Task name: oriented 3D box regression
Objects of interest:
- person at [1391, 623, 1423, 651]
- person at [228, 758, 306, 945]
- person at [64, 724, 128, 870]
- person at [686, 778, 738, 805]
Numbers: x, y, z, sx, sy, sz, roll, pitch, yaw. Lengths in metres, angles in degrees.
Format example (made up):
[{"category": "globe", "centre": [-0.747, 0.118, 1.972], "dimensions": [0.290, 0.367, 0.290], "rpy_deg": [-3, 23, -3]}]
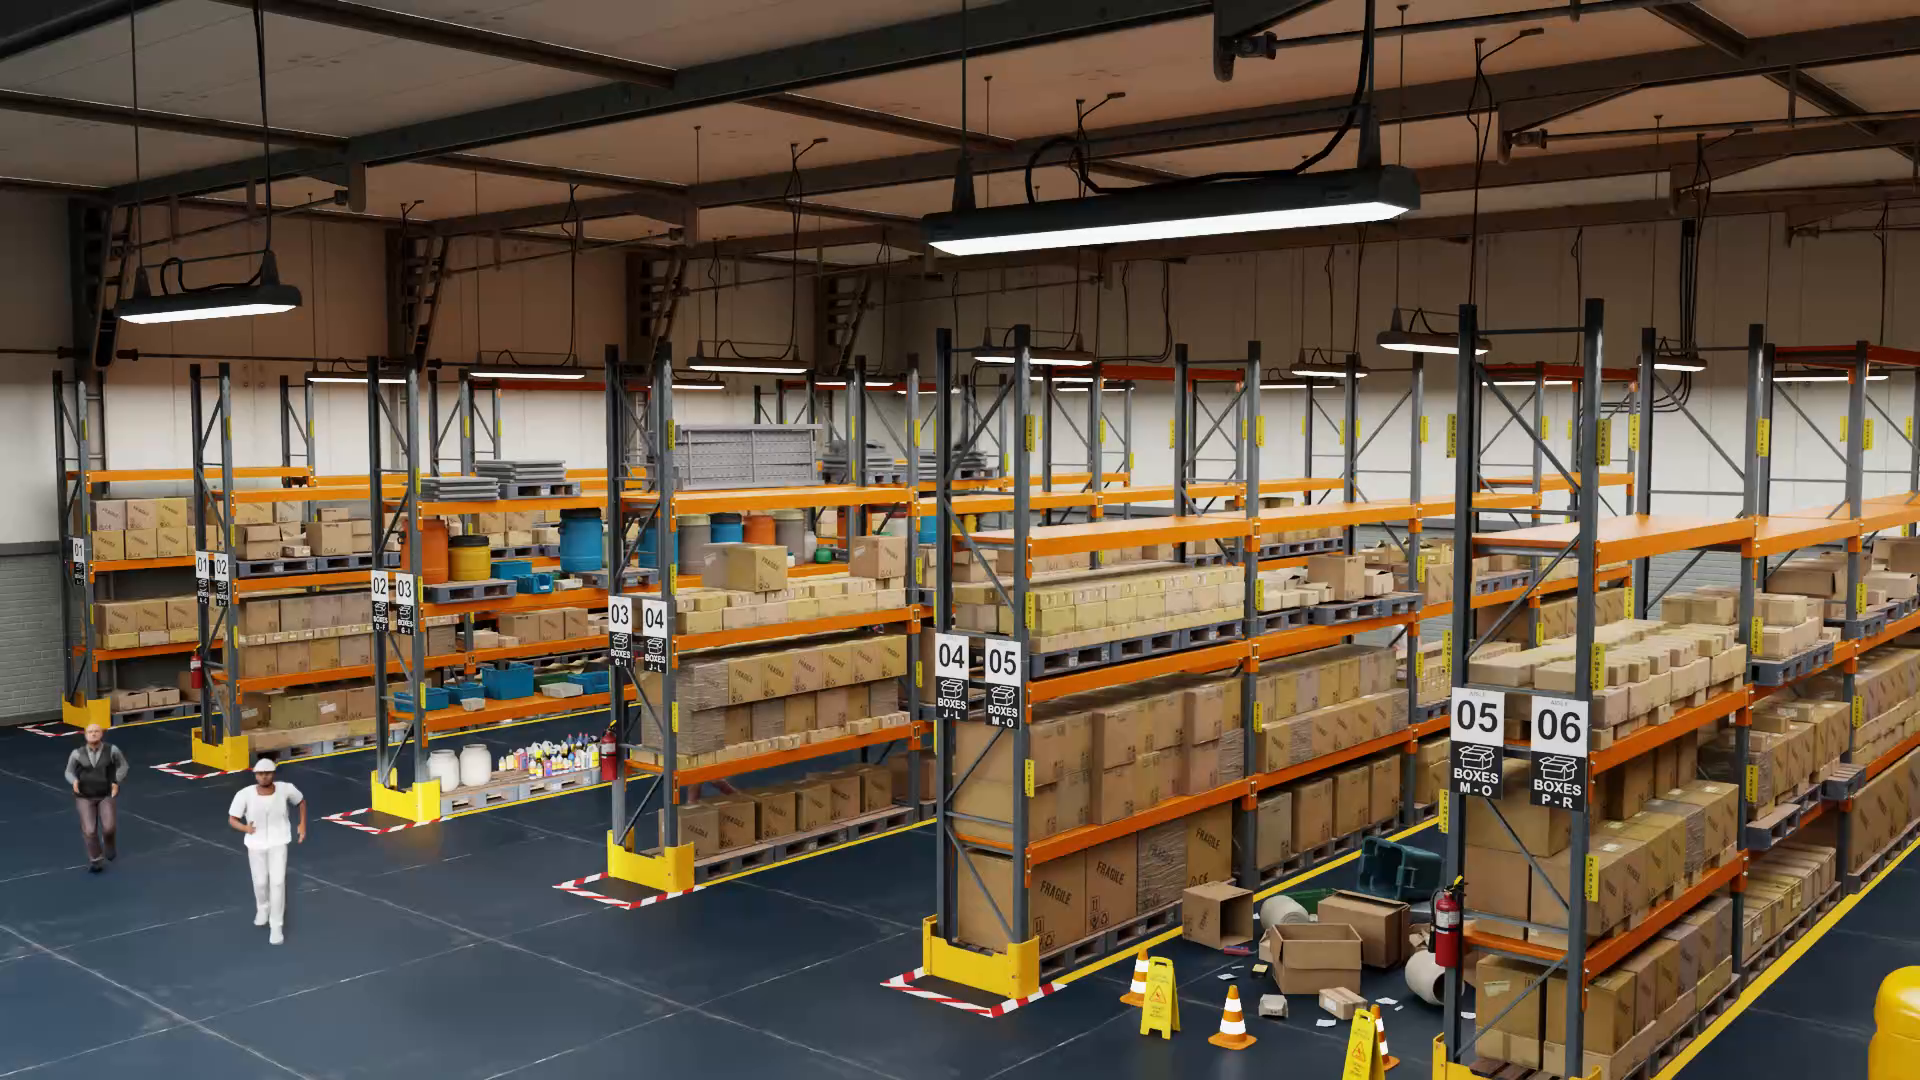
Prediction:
[{"category": "person", "centre": [8.207, 2.119, 30.412], "dimensions": [0.690, 1.723, 0.564], "rpy_deg": [-1, 4, -19]}, {"category": "person", "centre": [-6.939, 3.077, 16.680], "dimensions": [0.721, 1.814, 0.835], "rpy_deg": [-1, 4, -20]}, {"category": "person", "centre": [-9.906, 2.949, 19.077], "dimensions": [0.654, 1.672, 0.598], "rpy_deg": [-2, 4, -23]}, {"category": "person", "centre": [-3.238, 2.763, 21.395], "dimensions": [0.575, 1.653, 0.970], "rpy_deg": [3, 5, 36]}]
